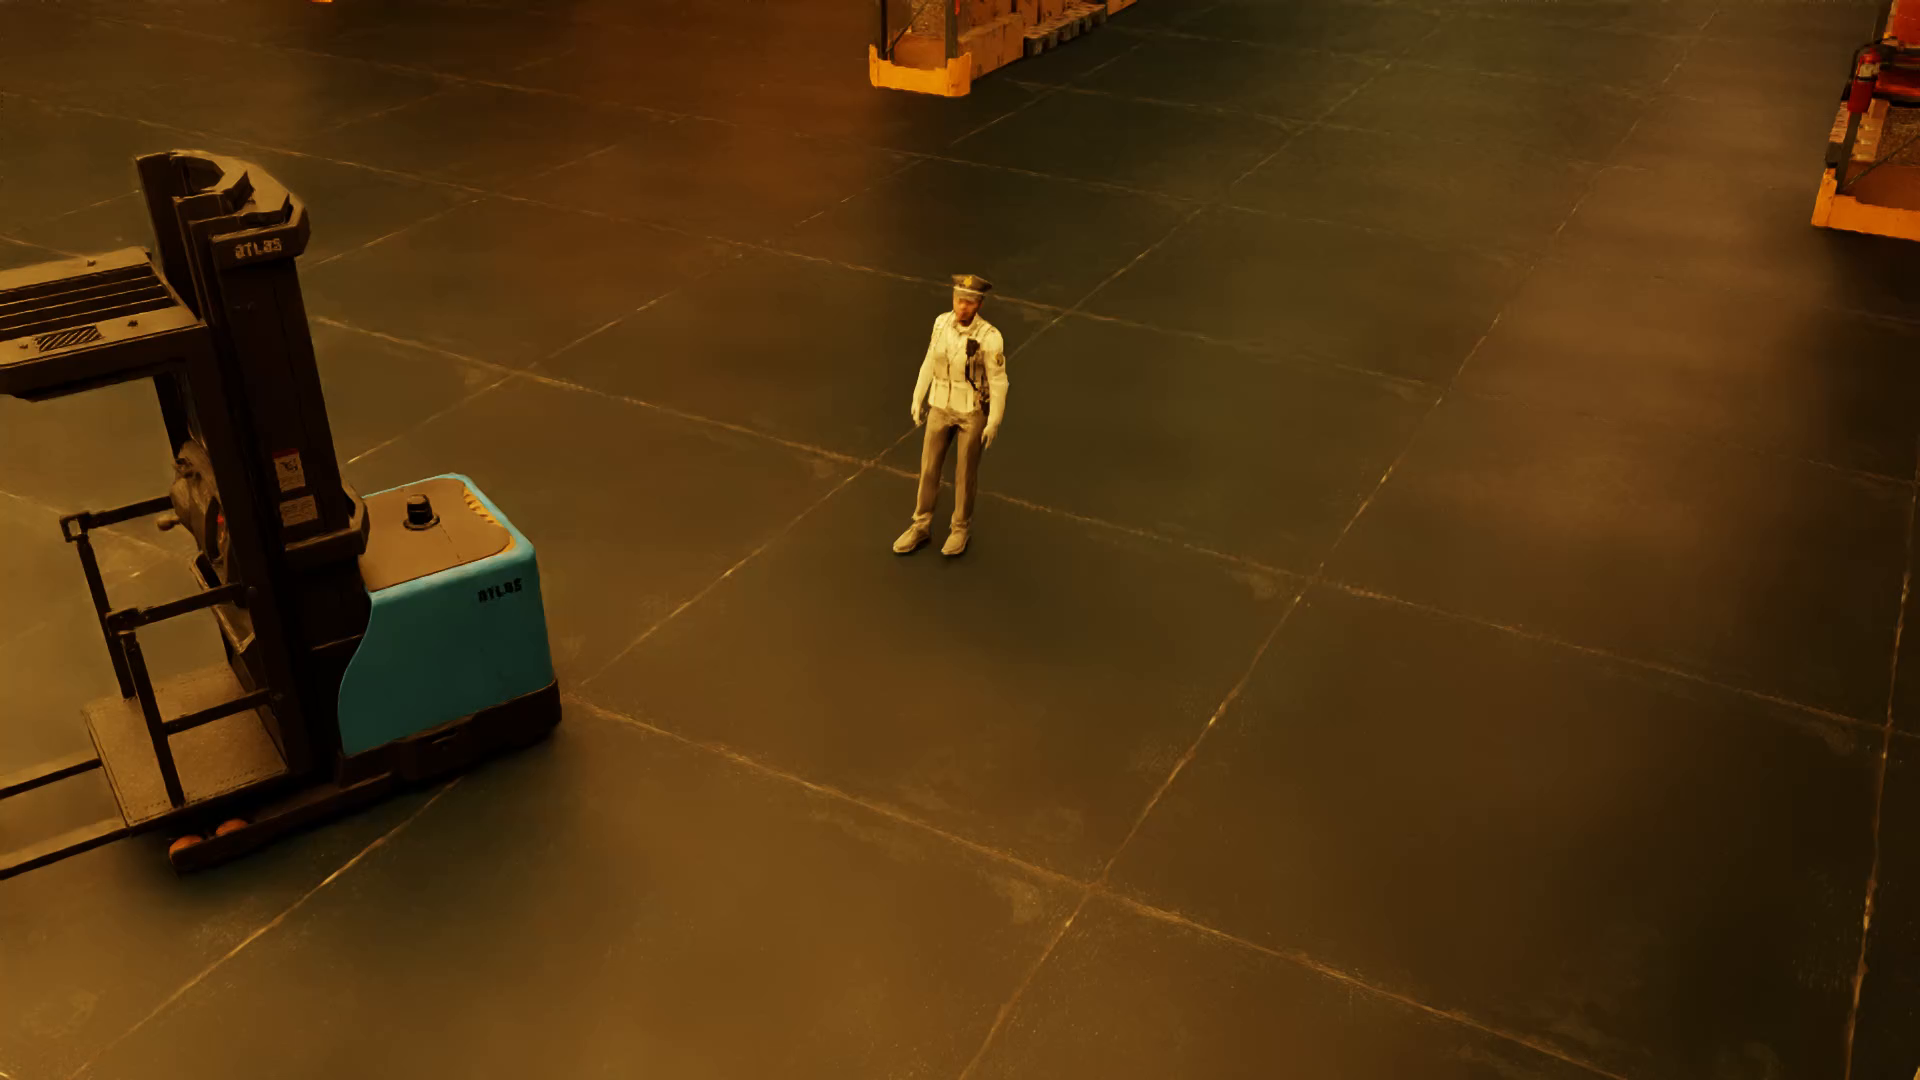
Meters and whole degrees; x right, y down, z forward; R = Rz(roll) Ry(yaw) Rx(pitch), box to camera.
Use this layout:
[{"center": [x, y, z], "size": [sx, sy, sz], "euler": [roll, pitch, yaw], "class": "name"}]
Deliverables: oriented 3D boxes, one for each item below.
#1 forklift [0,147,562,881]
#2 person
[{"center": [-3.491, -0.084, 7.216], "size": [3.031, 2.935, 1.130], "euler": [-19, 35, -30], "class": "forklift"}, {"center": [-0.039, -0.712, 9.527], "size": [0.586, 1.695, 0.532], "euler": [15, 33, 25], "class": "person"}]
